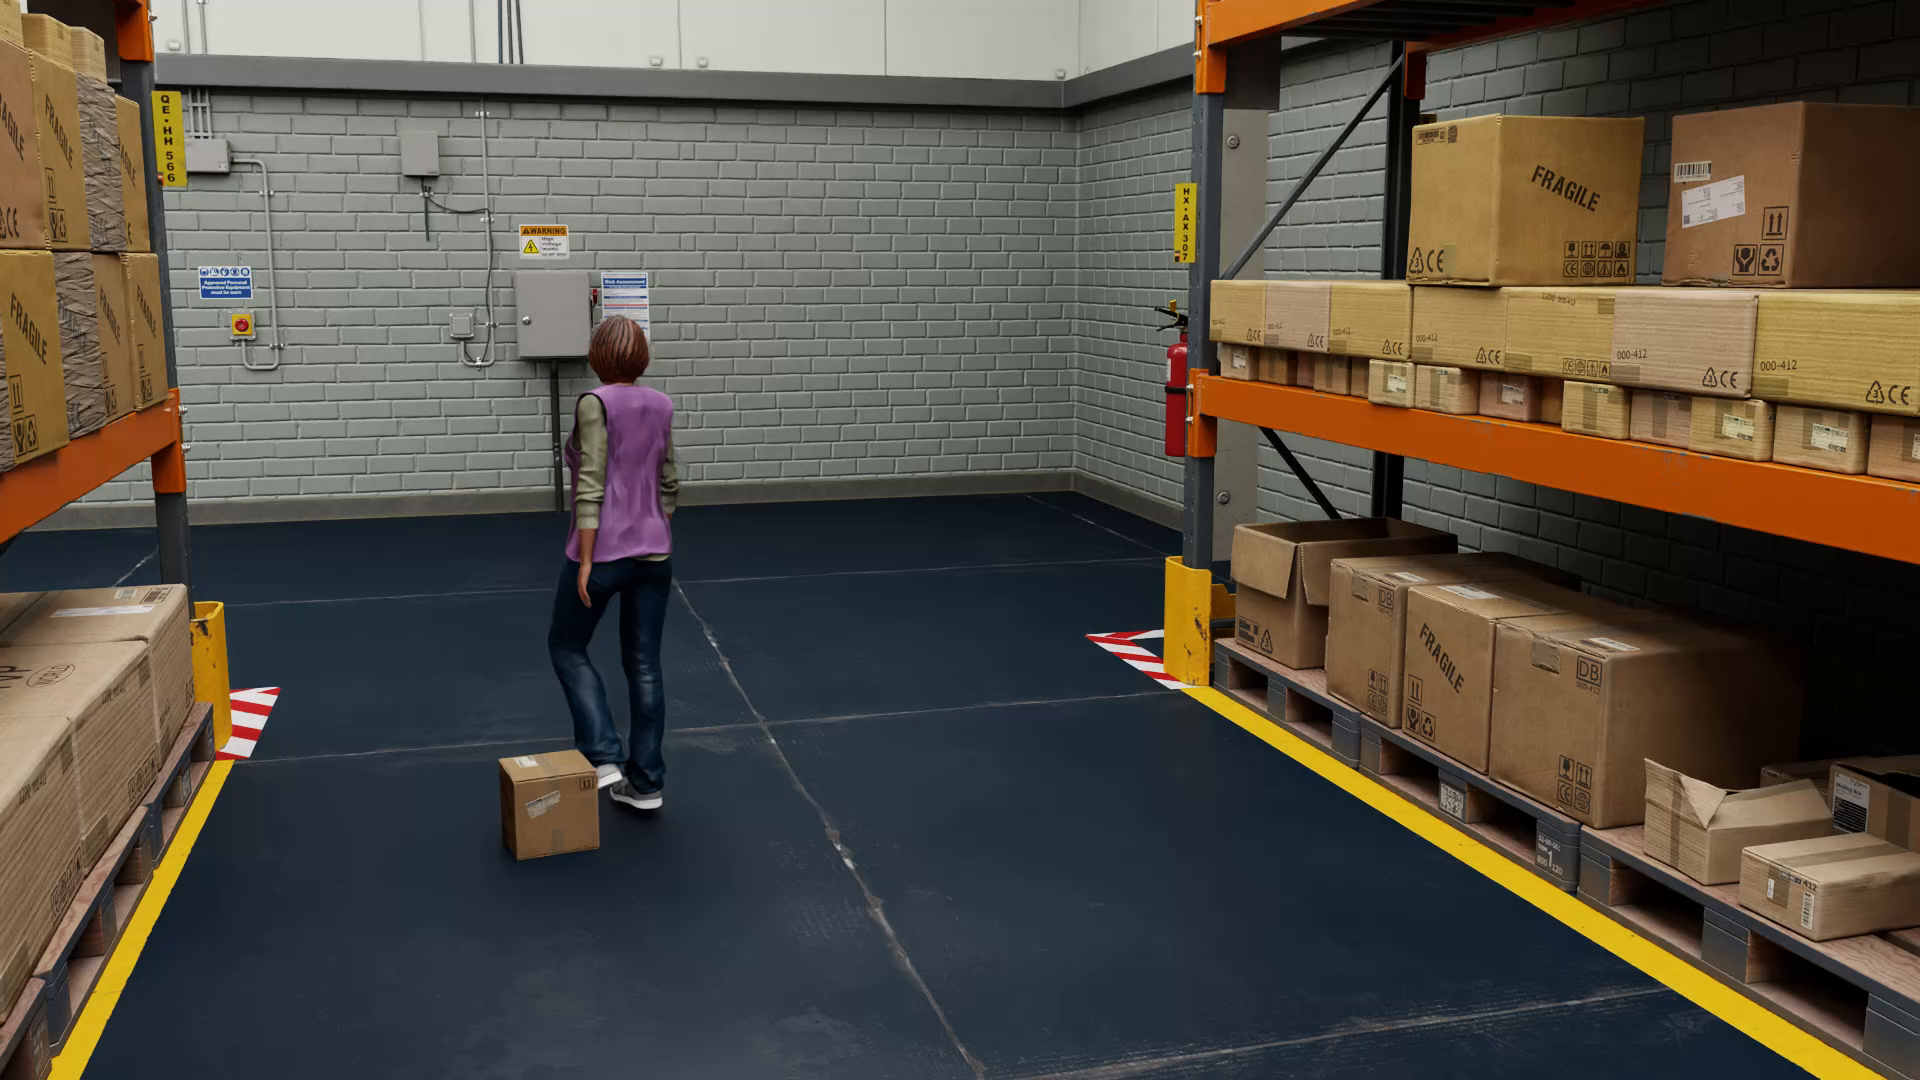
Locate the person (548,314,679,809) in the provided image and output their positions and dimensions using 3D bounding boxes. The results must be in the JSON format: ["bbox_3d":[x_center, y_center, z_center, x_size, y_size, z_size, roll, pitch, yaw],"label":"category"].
[{"bbox_3d":[-1.099,0.074,5.366,0.439,1.585,0.522,9,13,44],"label":"person"}]
